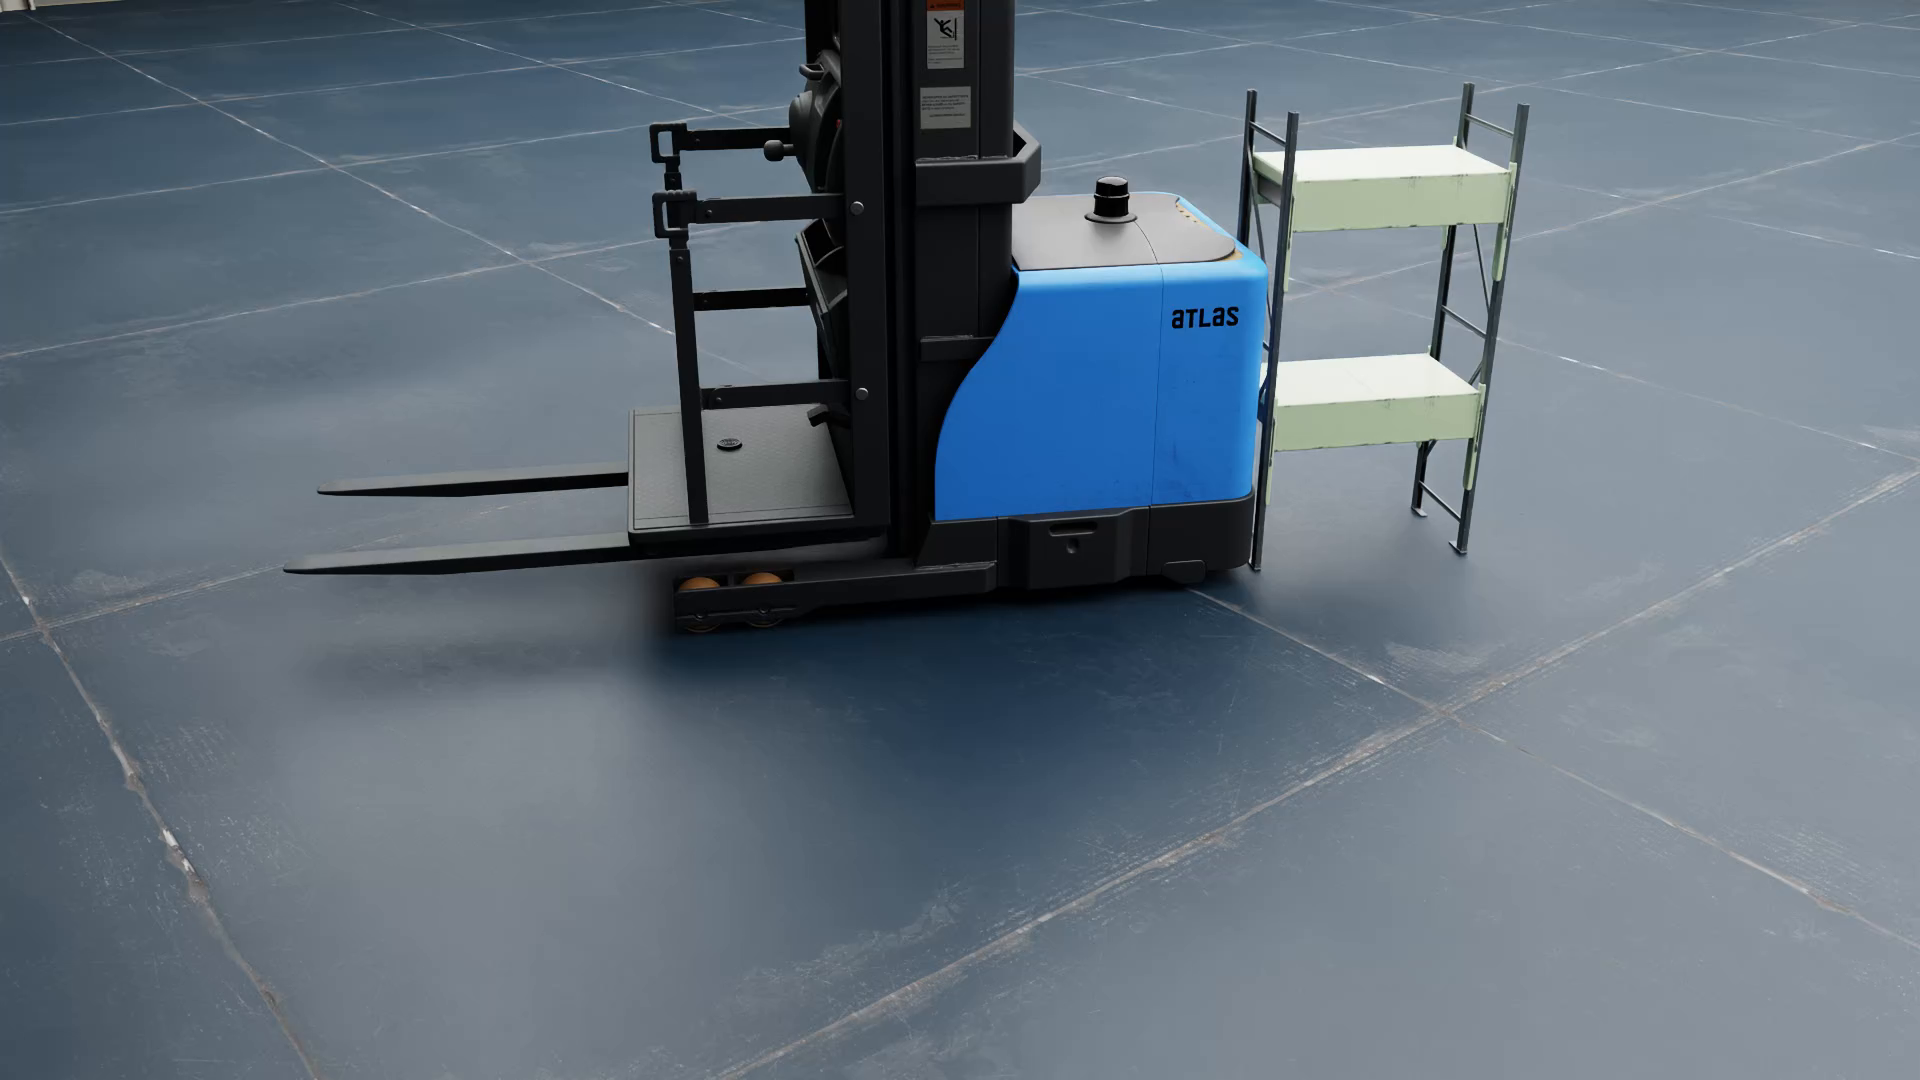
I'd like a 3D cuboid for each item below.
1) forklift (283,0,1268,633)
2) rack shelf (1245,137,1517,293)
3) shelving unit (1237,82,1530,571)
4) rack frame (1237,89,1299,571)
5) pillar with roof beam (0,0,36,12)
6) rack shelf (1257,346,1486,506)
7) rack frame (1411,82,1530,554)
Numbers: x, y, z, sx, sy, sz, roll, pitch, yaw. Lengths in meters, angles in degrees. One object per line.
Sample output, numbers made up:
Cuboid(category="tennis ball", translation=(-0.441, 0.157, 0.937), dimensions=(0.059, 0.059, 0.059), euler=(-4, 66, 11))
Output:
Cuboid(category="forklift", translation=(-0.613, -1.284, 5.035), dimensions=(3.031, 2.935, 1.130), euler=(-4, 25, -9))
Cuboid(category="rack shelf", translation=(1.314, -1.042, 5.287), dimensions=(0.720, 0.370, 0.431), euler=(-4, 25, -9))
Cuboid(category="shelving unit", translation=(1.314, -0.688, 5.451), dimensions=(0.755, 1.500, 0.431), euler=(-4, 25, -9))
Cuboid(category="rack frame", translation=(0.953, -0.660, 5.391), dimensions=(0.023, 1.500, 0.400), euler=(-4, 25, -9))
Cuboid(category="pillar with roof beam", translation=(-7.810, -8.521, 13.421), dimensions=(0.400, 9.000, 9.100), euler=(-18, 31, -34))
Cuboid(category="rack shelf", translation=(1.314, -0.392, 5.588), dimensions=(0.720, 0.370, 0.431), euler=(-4, 25, -9))
Cuboid(category="rack frame", translation=(1.674, -0.716, 5.510), dimensions=(0.023, 1.500, 0.400), euler=(-4, 25, -9))
